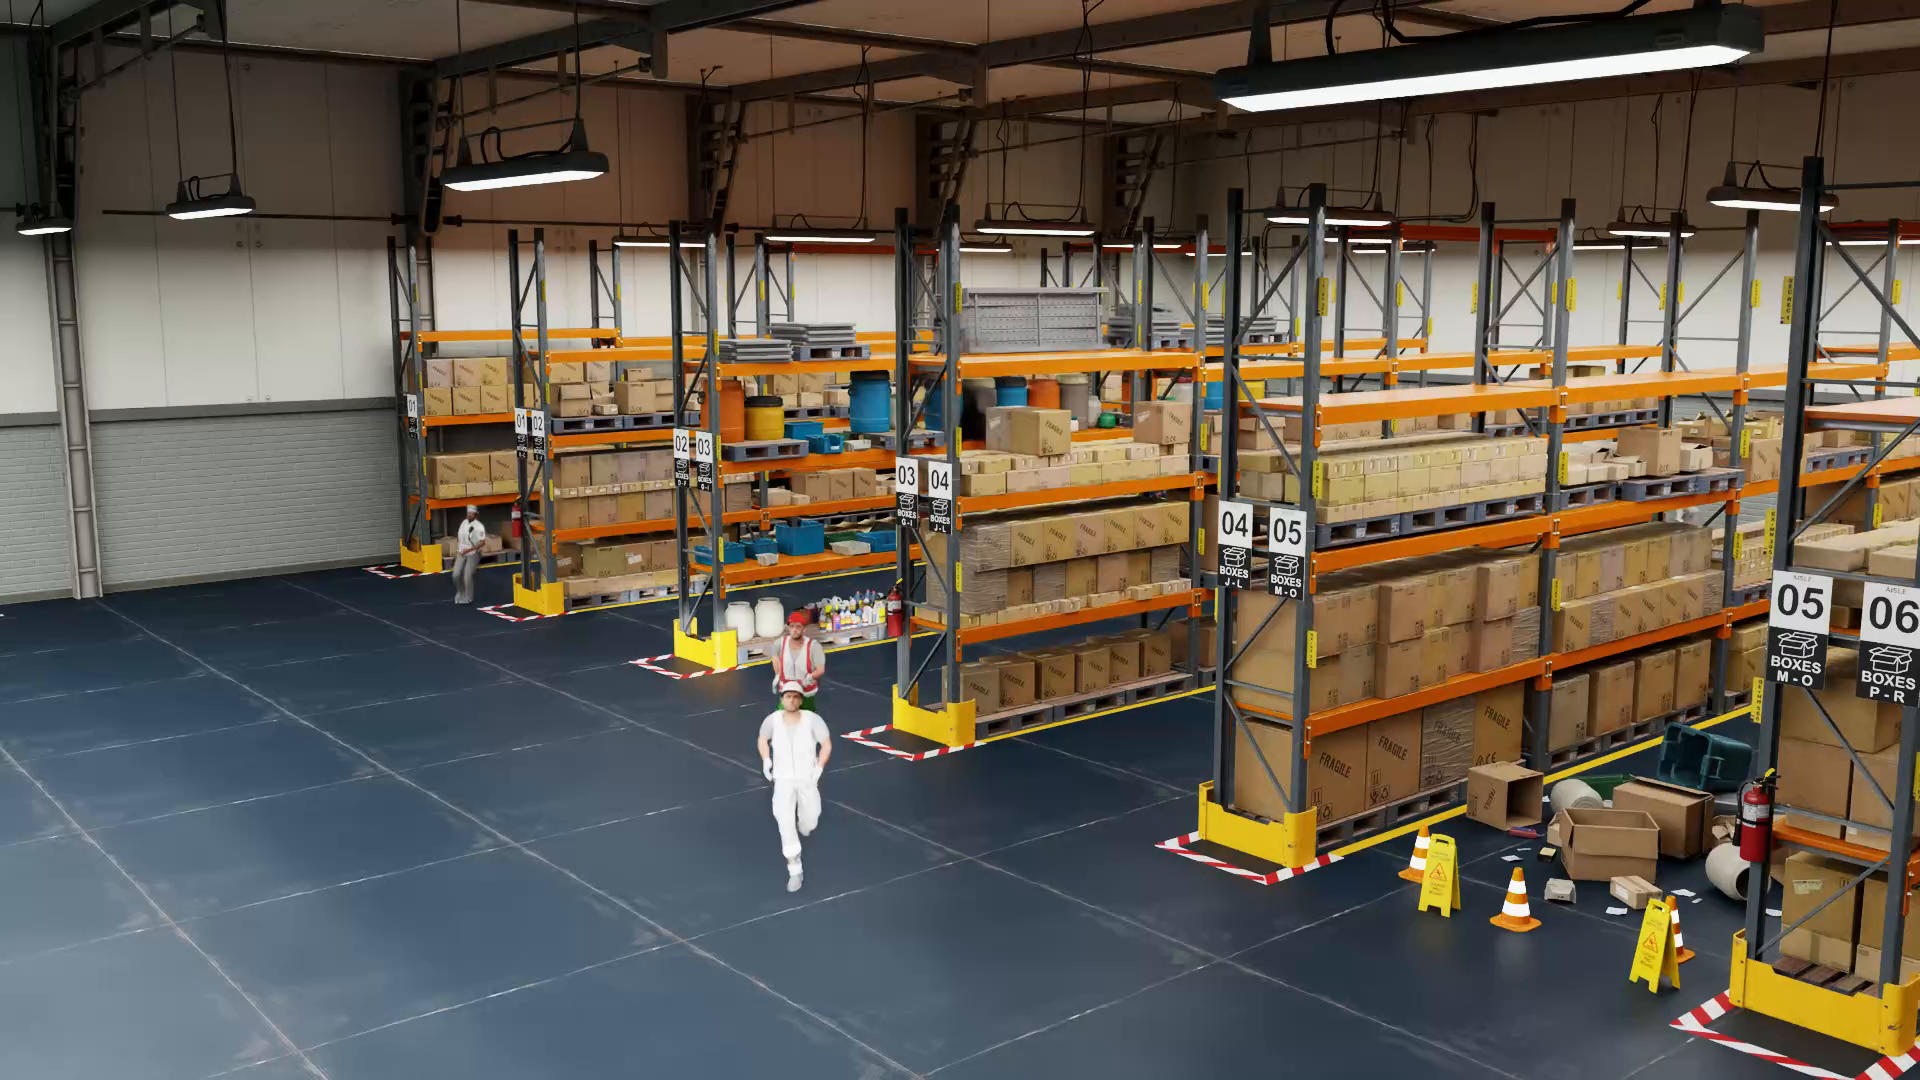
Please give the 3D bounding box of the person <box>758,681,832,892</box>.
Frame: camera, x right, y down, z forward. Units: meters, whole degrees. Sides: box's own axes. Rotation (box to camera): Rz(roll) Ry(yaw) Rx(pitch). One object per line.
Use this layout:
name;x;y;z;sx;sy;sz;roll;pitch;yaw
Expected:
person;-1.449;2.095;14.622;0.645;1.758;0.969;-1;9;-7

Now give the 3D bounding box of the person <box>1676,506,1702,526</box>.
person;12.967;-0.130;29.530;0.580;1.584;0.703;-3;9;-21

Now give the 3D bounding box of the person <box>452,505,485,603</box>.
person;-7.953;0.236;26.837;0.629;1.639;0.531;2;9;14

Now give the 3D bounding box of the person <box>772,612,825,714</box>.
person;-1.693;1.632;17.464;0.569;1.804;0.860;0;9;-2
